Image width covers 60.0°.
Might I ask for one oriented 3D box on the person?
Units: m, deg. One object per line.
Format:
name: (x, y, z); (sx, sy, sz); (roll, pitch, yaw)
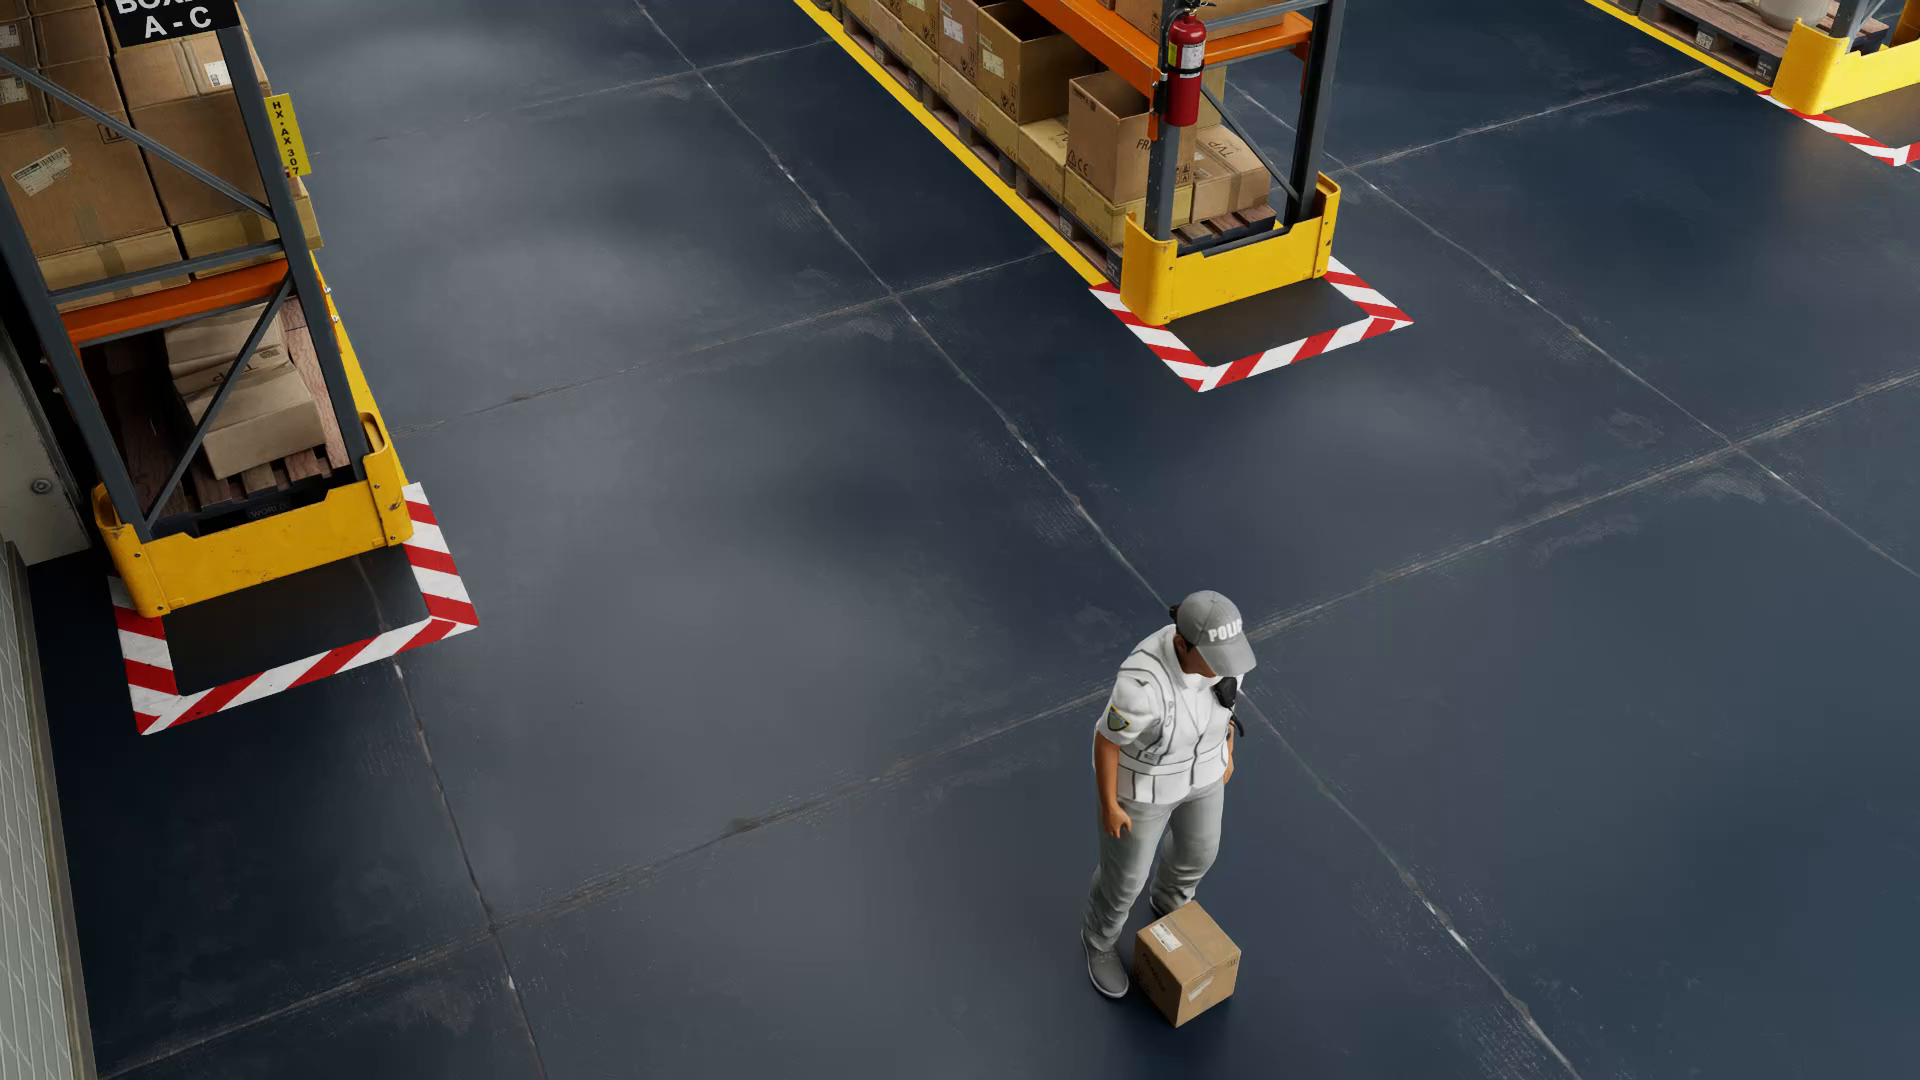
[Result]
person: (0.657, 0.771, 5.284); (0.547, 1.664, 0.469); (-21, 46, -22)
